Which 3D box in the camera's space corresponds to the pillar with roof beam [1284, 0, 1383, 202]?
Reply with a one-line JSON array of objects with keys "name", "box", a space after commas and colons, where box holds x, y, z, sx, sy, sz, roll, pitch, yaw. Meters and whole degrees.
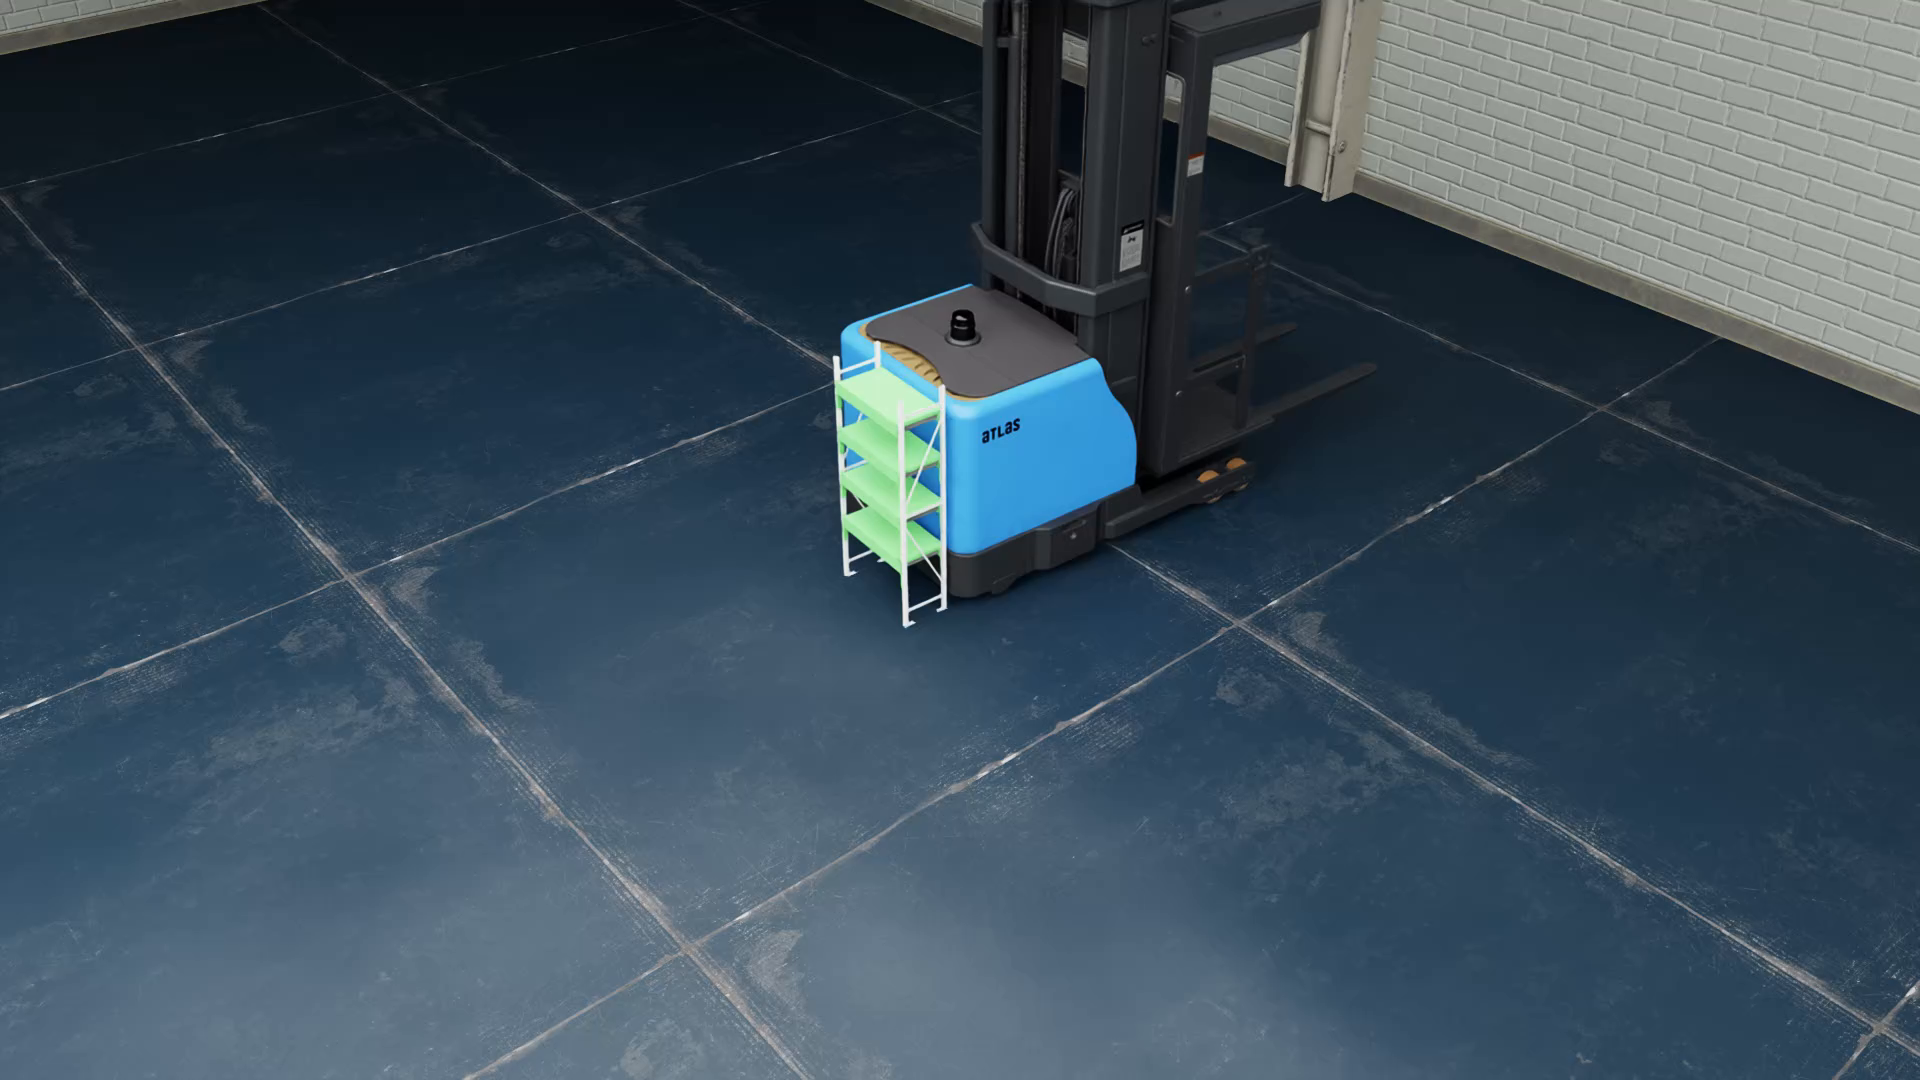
[{"name": "pillar with roof beam", "box": [-0.744, -4.562, 6.906, 9.100, 9.000, 0.400, -26, 43, -32]}]

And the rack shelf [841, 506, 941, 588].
[{"name": "rack shelf", "box": [-0.310, 0.005, 7.730, 0.258, 0.148, 0.480, -24, 42, -29]}]

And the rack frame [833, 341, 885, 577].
[{"name": "rack frame", "box": [-0.457, -0.355, 7.713, 0.240, 1.200, 0.015, -24, 42, -29]}]

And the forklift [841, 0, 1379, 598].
[{"name": "forklift", "box": [0.910, -1.608, 7.984, 3.031, 2.935, 1.130, -23, 41, -29]}]

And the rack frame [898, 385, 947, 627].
[{"name": "rack frame", "box": [-0.163, -0.130, 7.395, 0.240, 1.200, 0.015, -24, 42, -29]}]

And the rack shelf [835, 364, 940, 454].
[{"name": "rack shelf", "box": [-0.310, -0.582, 7.314, 0.258, 0.148, 0.480, -24, 42, -29]}]

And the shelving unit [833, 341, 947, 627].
[{"name": "shelving unit", "box": [-0.310, -0.243, 7.554, 0.258, 1.200, 0.503, -24, 42, -29]}]

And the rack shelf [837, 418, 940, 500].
[{"name": "rack shelf", "box": [-0.310, -0.386, 7.453, 0.258, 0.148, 0.480, -24, 42, -29]}]

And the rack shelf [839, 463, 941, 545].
[{"name": "rack shelf", "box": [-0.310, -0.190, 7.591, 0.258, 0.148, 0.480, -24, 42, -29]}]
